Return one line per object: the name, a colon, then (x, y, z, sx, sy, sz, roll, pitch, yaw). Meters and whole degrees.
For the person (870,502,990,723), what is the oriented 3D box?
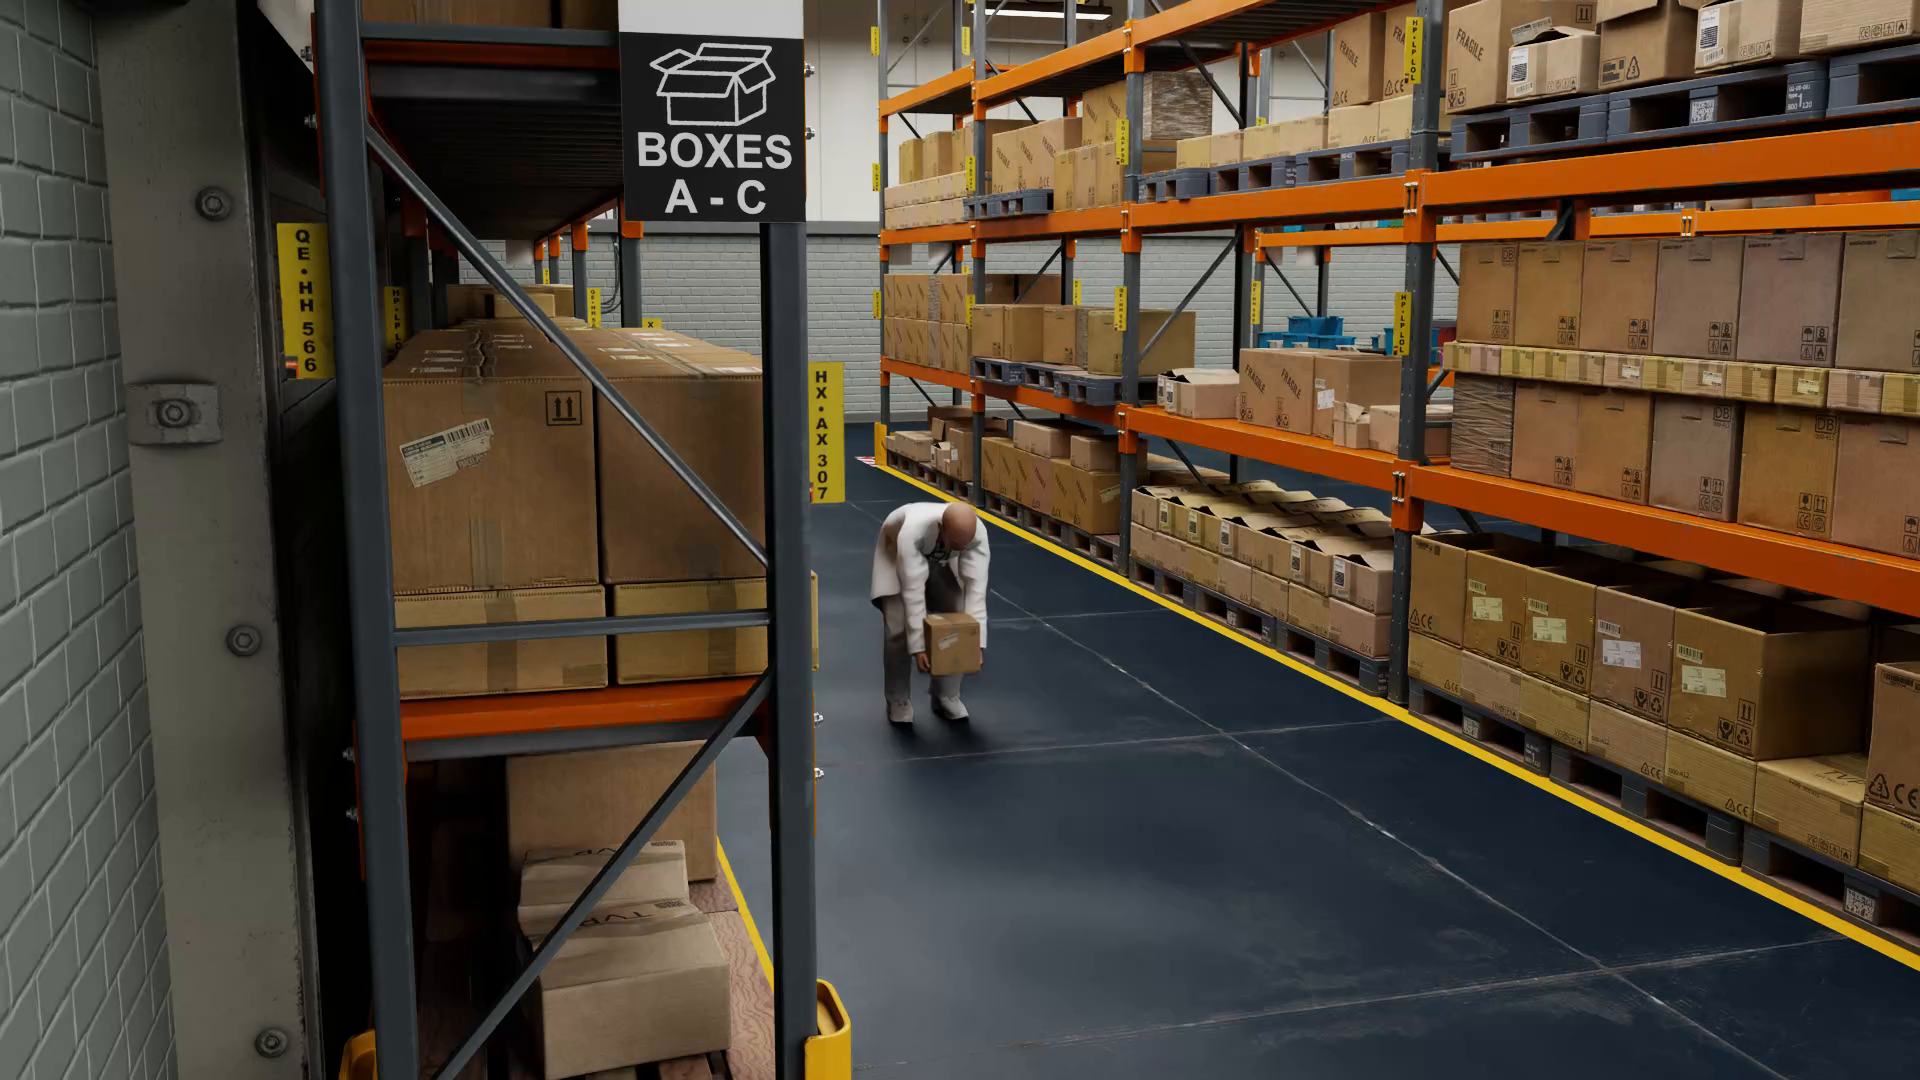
person: (-0.134, 0.358, 8.487, 0.578, 1.207, 0.927, -3, 10, -18)
